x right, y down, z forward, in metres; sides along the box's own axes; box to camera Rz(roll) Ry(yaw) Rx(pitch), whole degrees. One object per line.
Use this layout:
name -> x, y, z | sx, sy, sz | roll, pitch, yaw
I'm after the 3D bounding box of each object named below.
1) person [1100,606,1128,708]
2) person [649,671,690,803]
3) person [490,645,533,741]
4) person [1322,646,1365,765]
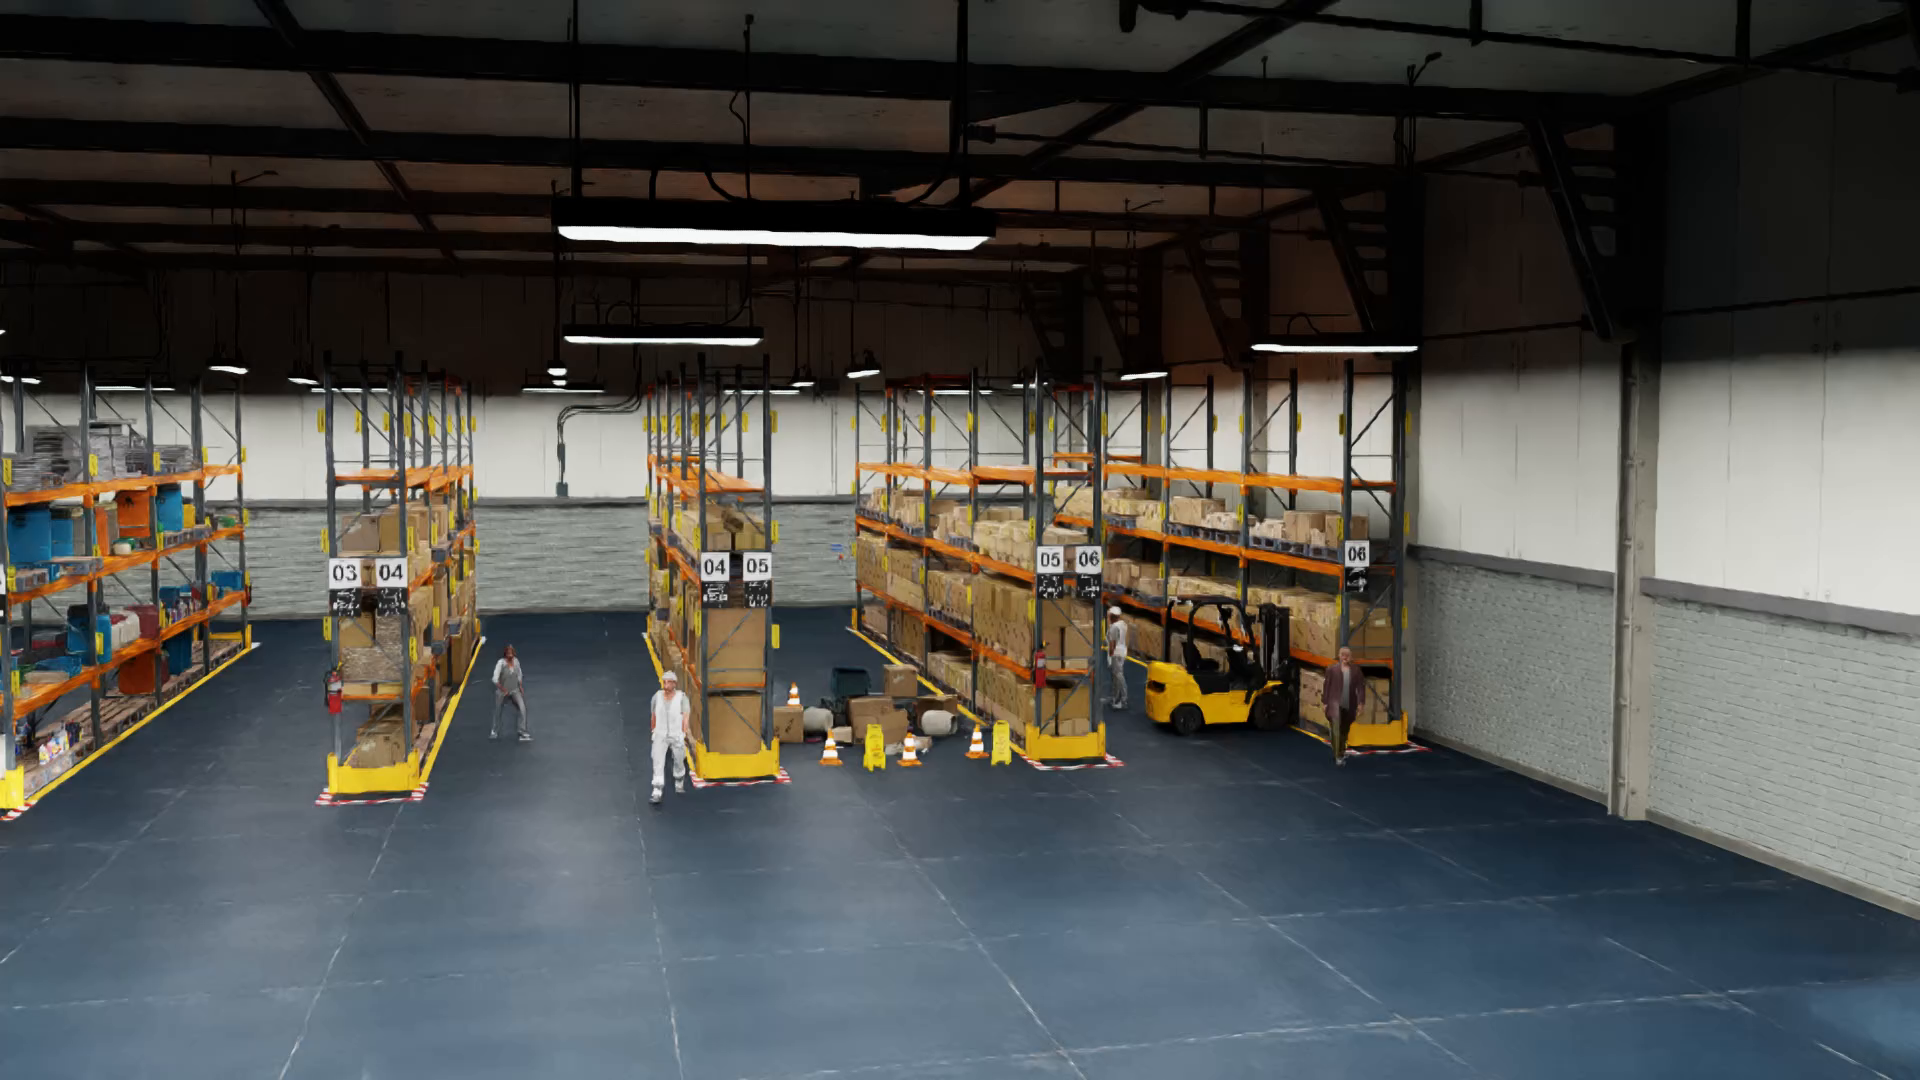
person -> 2.725, 2.048, 29.428 | 0.583, 1.782, 0.665 | 1, 4, 17
person -> -3.847, 2.590, 22.077 | 0.534, 1.726, 1.038 | 0, 4, -4
person -> -7.144, 2.397, 26.297 | 0.561, 1.525, 0.788 | -2, 5, -31
person -> 5.669, 2.418, 24.516 | 0.576, 1.712, 1.090 | 0, 4, -4
